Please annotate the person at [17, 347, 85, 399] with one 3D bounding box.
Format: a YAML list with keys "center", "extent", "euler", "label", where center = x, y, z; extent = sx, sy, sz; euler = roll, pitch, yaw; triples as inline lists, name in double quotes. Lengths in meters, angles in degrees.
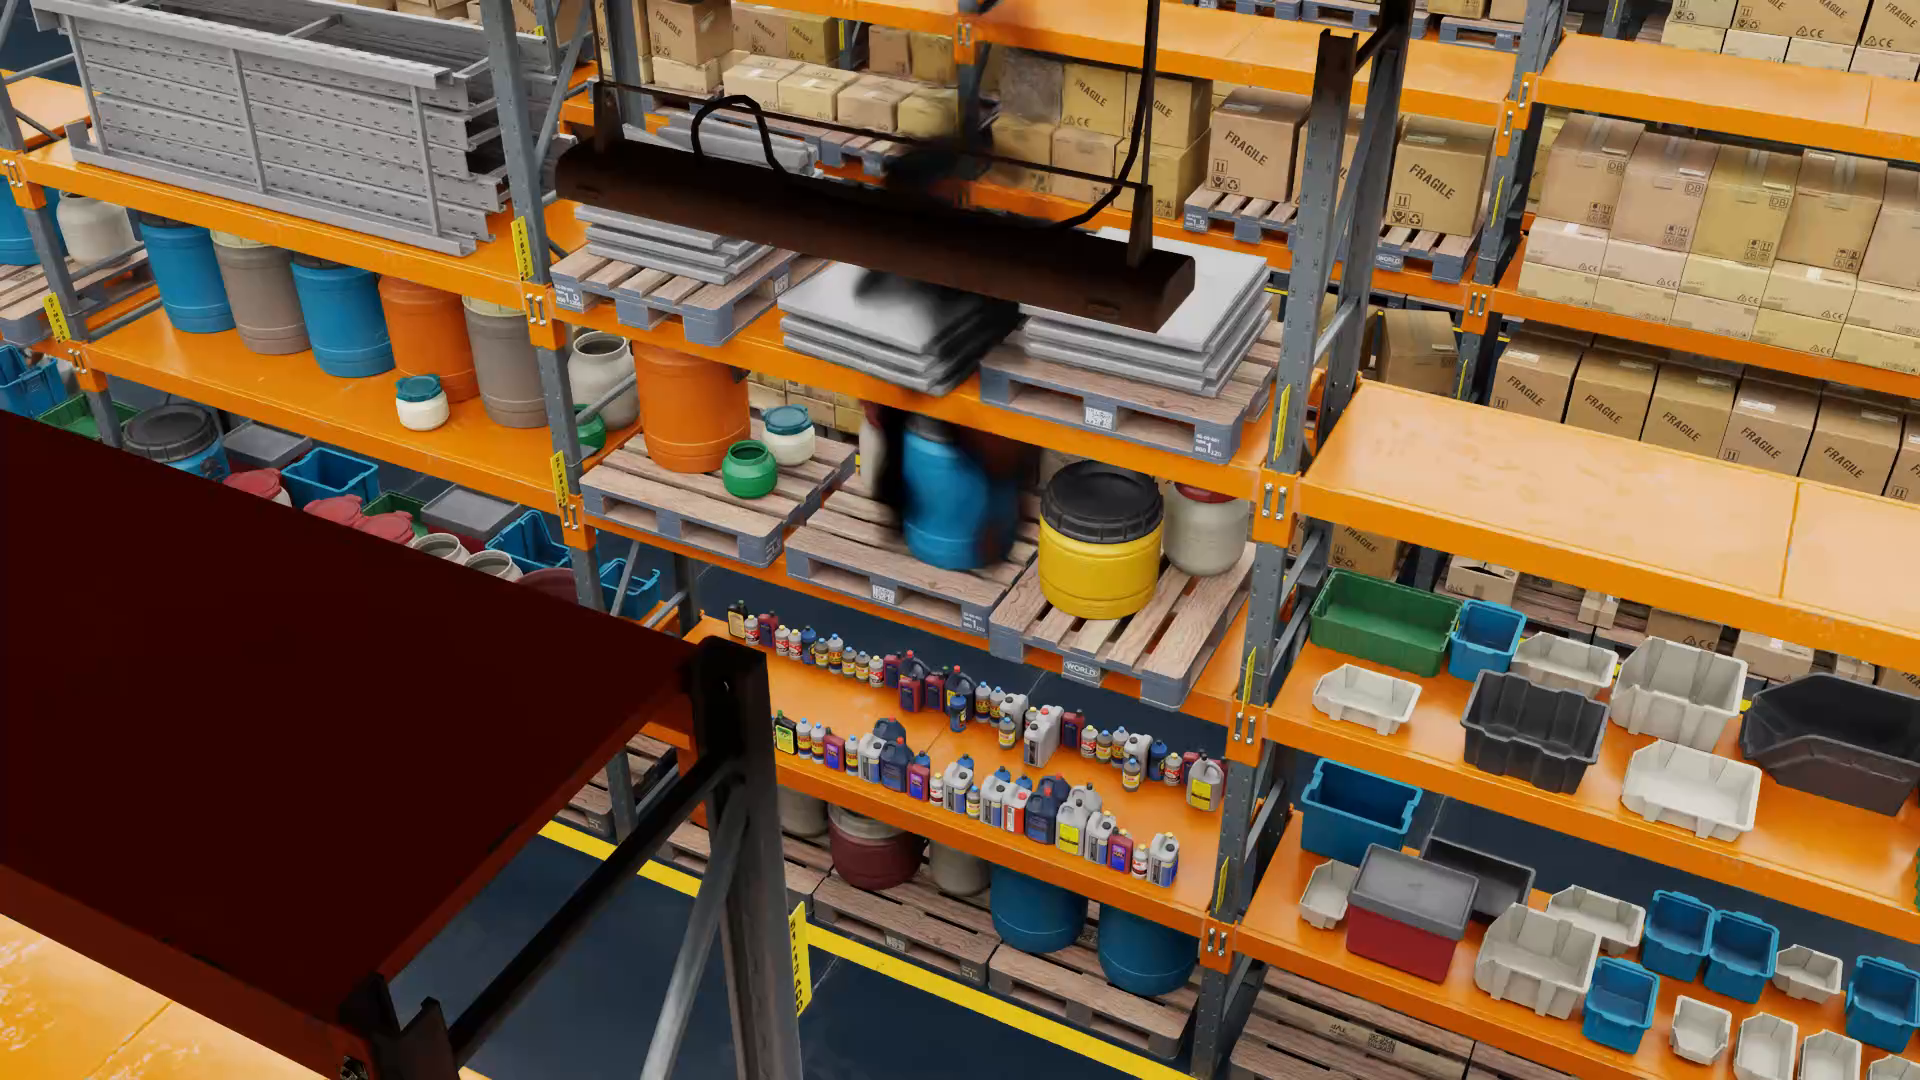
- center: [-7.878, -1.544, 14.570]
  extent: [0.752, 1.758, 0.663]
  euler: [9, 36, 13]
  label: "person"
